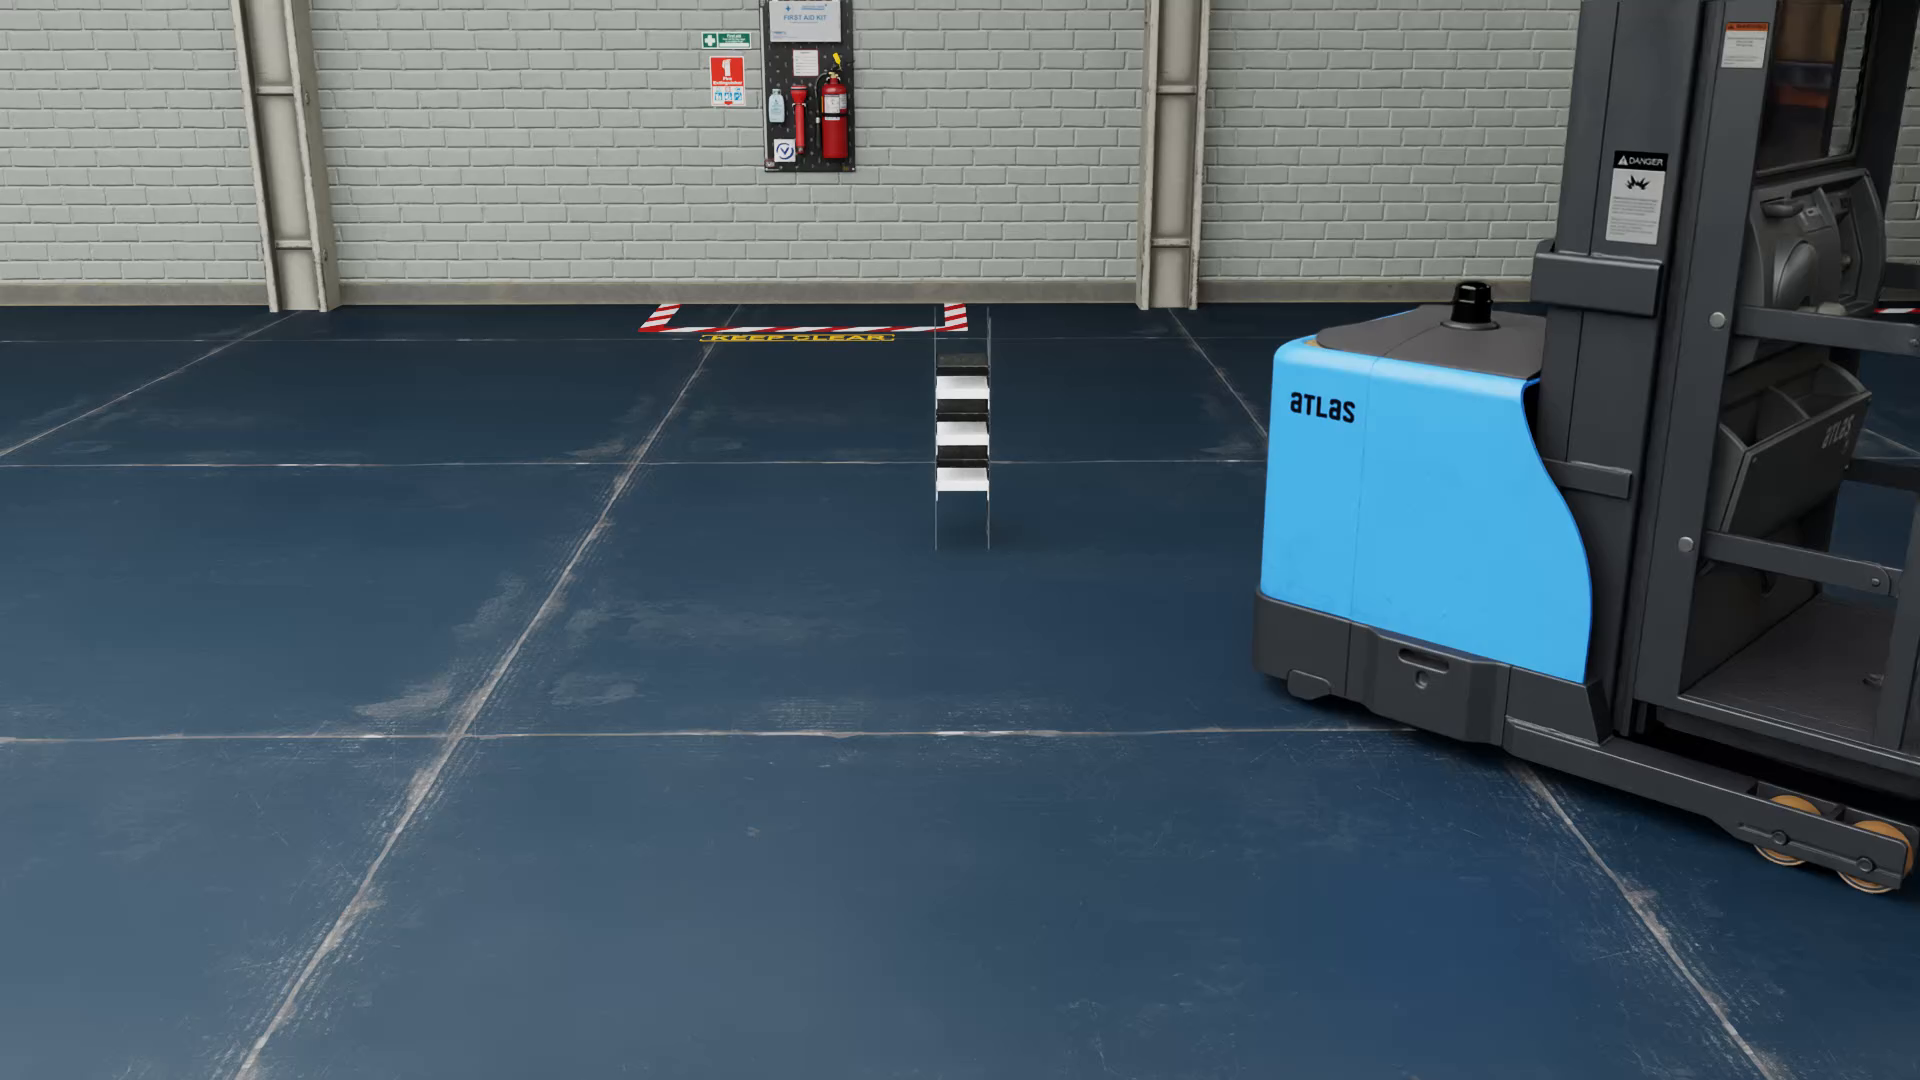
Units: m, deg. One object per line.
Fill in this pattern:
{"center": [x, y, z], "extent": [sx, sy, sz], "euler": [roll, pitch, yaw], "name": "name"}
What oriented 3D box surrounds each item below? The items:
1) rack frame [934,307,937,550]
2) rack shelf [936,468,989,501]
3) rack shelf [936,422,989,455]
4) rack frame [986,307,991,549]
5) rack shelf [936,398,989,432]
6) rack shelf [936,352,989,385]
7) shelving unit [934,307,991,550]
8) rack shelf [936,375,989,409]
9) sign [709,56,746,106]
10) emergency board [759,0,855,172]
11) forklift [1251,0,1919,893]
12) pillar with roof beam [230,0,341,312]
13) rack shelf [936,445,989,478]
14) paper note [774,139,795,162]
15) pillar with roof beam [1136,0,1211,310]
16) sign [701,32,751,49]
{"center": [-0.094, -0.428, 6.409], "extent": [0.006, 0.900, 0.240], "euler": [0, 18, -1], "name": "rack frame"}
{"center": [0.008, -0.225, 6.475], "extent": [0.200, 0.077, 0.258], "euler": [0, 18, -1], "name": "rack shelf"}
{"center": [0.008, -0.397, 6.420], "extent": [0.200, 0.077, 0.258], "euler": [0, 18, -1], "name": "rack shelf"}
{"center": [0.110, -0.429, 6.412], "extent": [0.006, 0.900, 0.240], "euler": [0, 18, -1], "name": "rack frame"}
{"center": [0.008, -0.482, 6.393], "extent": [0.200, 0.077, 0.258], "euler": [0, 18, -1], "name": "rack shelf"}
{"center": [0.008, -0.654, 6.338], "extent": [0.200, 0.077, 0.258], "euler": [0, 18, -1], "name": "rack shelf"}
{"center": [0.008, -0.429, 6.410], "extent": [0.210, 0.900, 0.258], "euler": [0, 18, -1], "name": "shelving unit"}
{"center": [0.008, -0.568, 6.365], "extent": [0.200, 0.077, 0.258], "euler": [0, 18, -1], "name": "rack shelf"}
{"center": [-1.579, -3.119, 11.300], "extent": [0.234, 0.329, 0.001], "euler": [0, 18, -1], "name": "sign"}
{"center": [-1.025, -3.073, 11.216], "extent": [0.643, 1.169, 0.194], "euler": [0, 18, -1], "name": "emergency board"}
{"center": [2.310, -0.739, 4.053], "extent": [3.031, 2.935, 1.130], "euler": [16, 24, 41], "name": "forklift"}
{"center": [-4.485, -4.586, 6.111], "extent": [0.400, 9.000, 9.100], "euler": [0, 18, -1], "name": "pillar with roof beam"}
{"center": [0.008, -0.311, 6.448], "extent": [0.200, 0.077, 0.258], "euler": [0, 18, -1], "name": "rack shelf"}
{"center": [-1.203, -2.674, 11.413], "extent": [0.142, 0.148, 0.016], "euler": [0, 18, -1], "name": "paper note"}
{"center": [1.514, -4.615, 6.201], "extent": [0.400, 9.000, 9.100], "euler": [0, 18, -1], "name": "pillar with roof beam"}
{"center": [-1.575, -3.368, 11.211], "extent": [0.331, 0.109, 0.001], "euler": [0, 18, -1], "name": "sign"}
